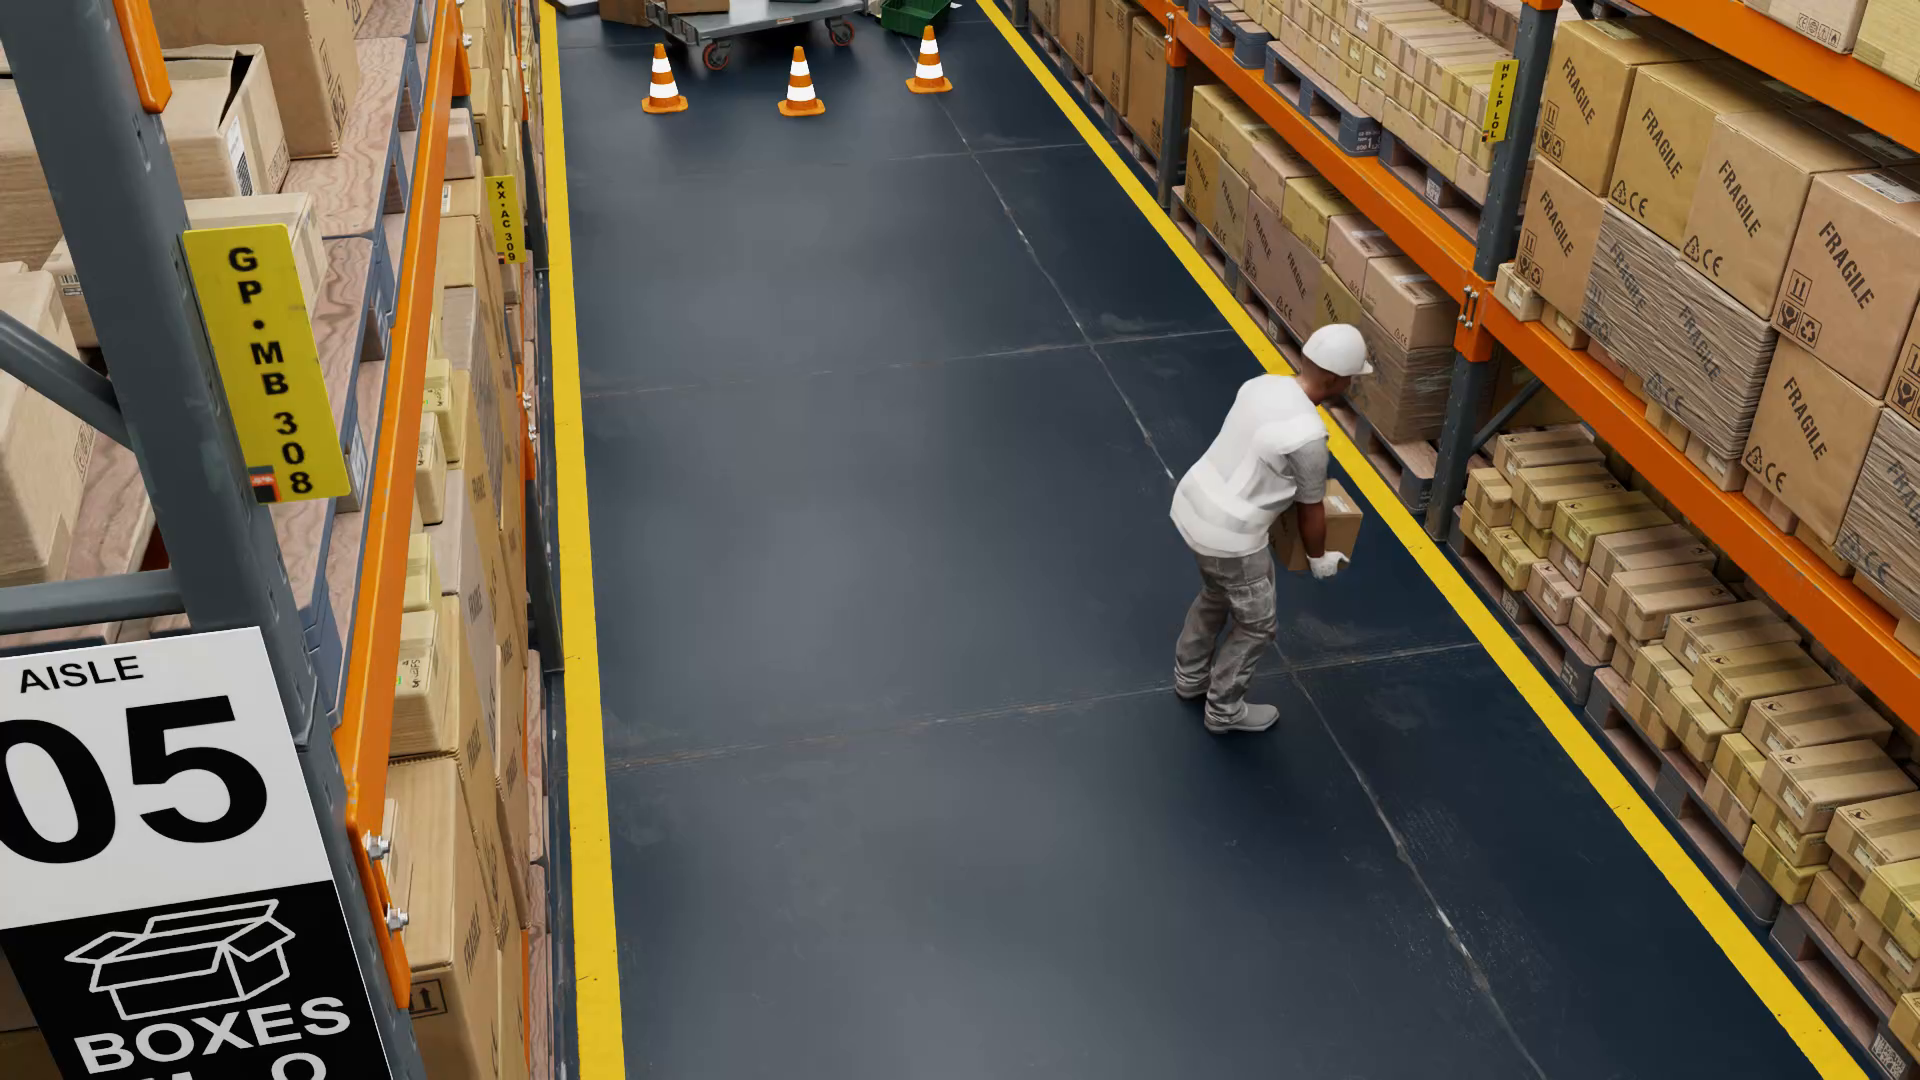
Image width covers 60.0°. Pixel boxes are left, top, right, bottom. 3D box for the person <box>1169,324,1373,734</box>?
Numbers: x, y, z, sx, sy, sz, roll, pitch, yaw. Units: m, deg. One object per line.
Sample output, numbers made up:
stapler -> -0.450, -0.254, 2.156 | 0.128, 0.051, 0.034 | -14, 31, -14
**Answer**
person -> 1.142, -0.037, 6.280 | 0.694, 1.669, 0.480 | -8, 35, -11
